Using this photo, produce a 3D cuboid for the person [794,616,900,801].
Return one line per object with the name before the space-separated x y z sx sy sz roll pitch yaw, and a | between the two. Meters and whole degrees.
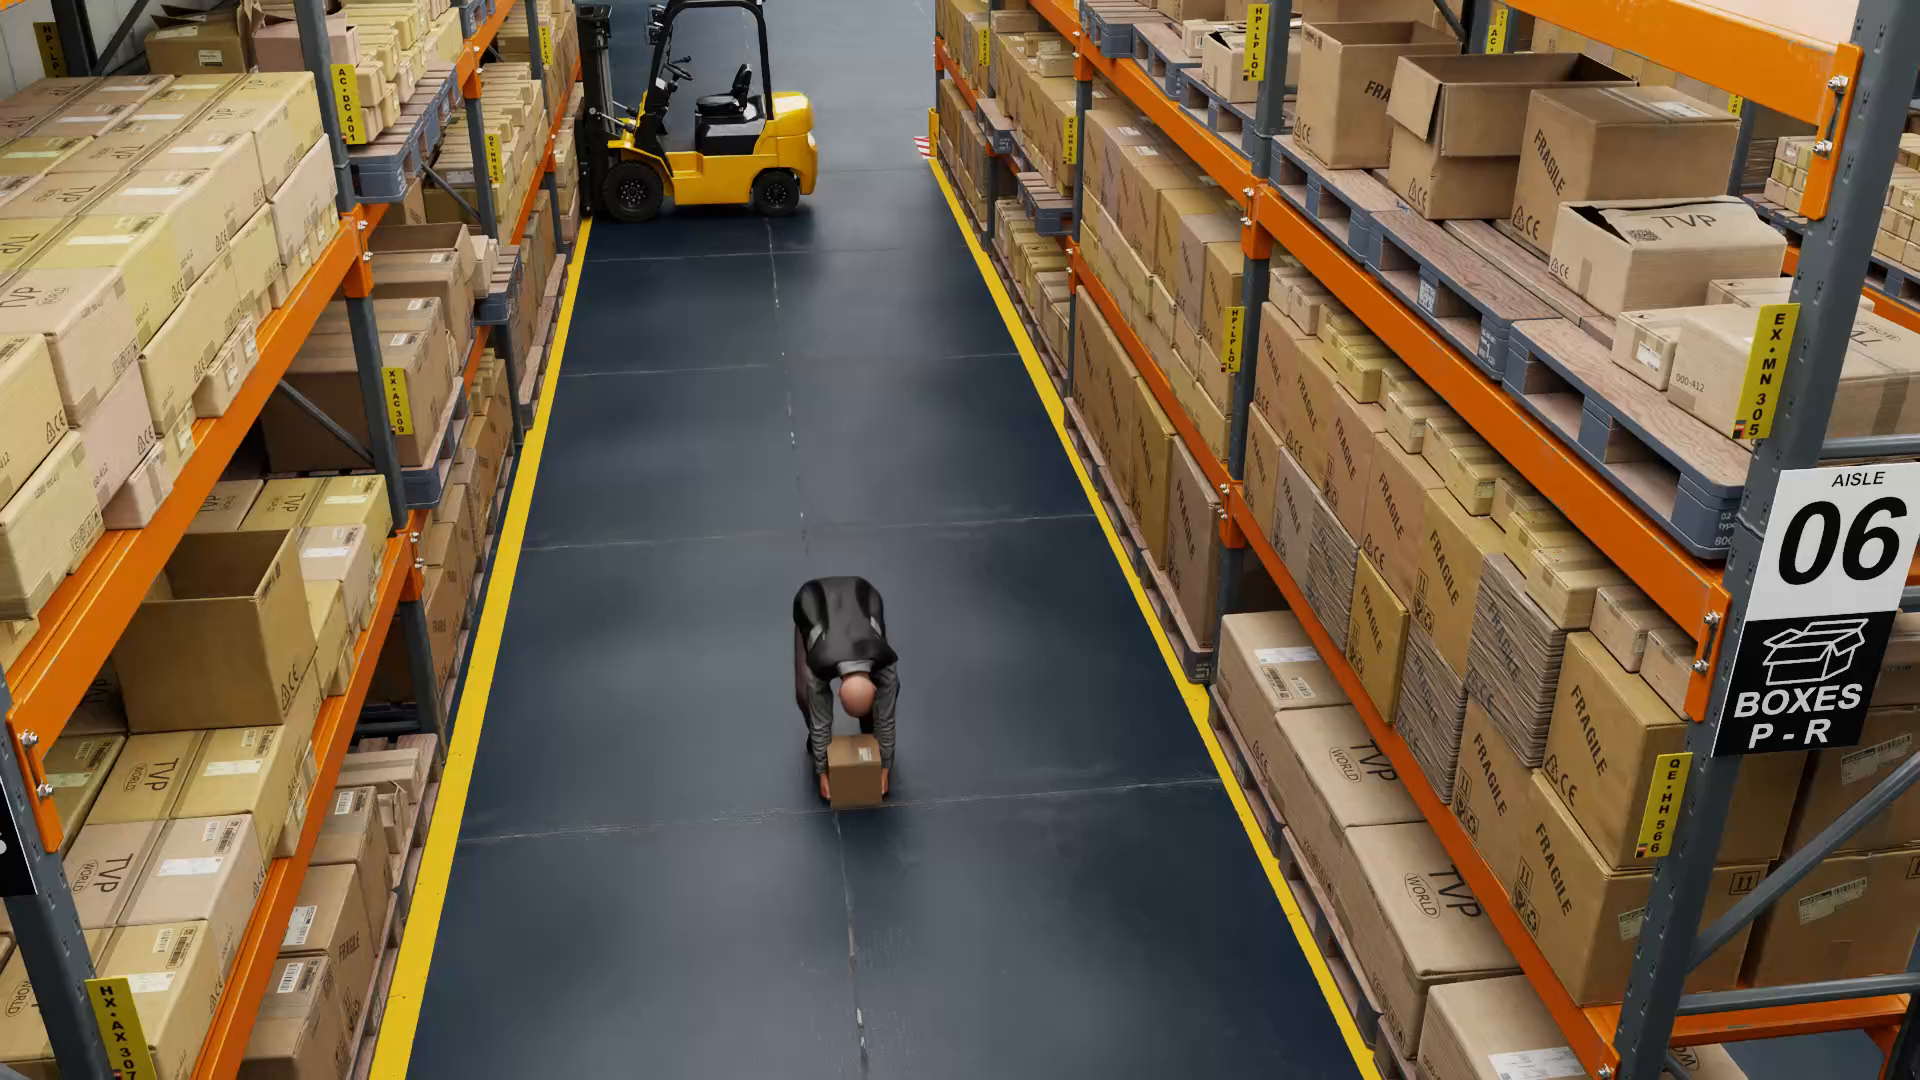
person | -0.552 0.726 8.204 0.519 0.849 0.933 -5 27 -9
